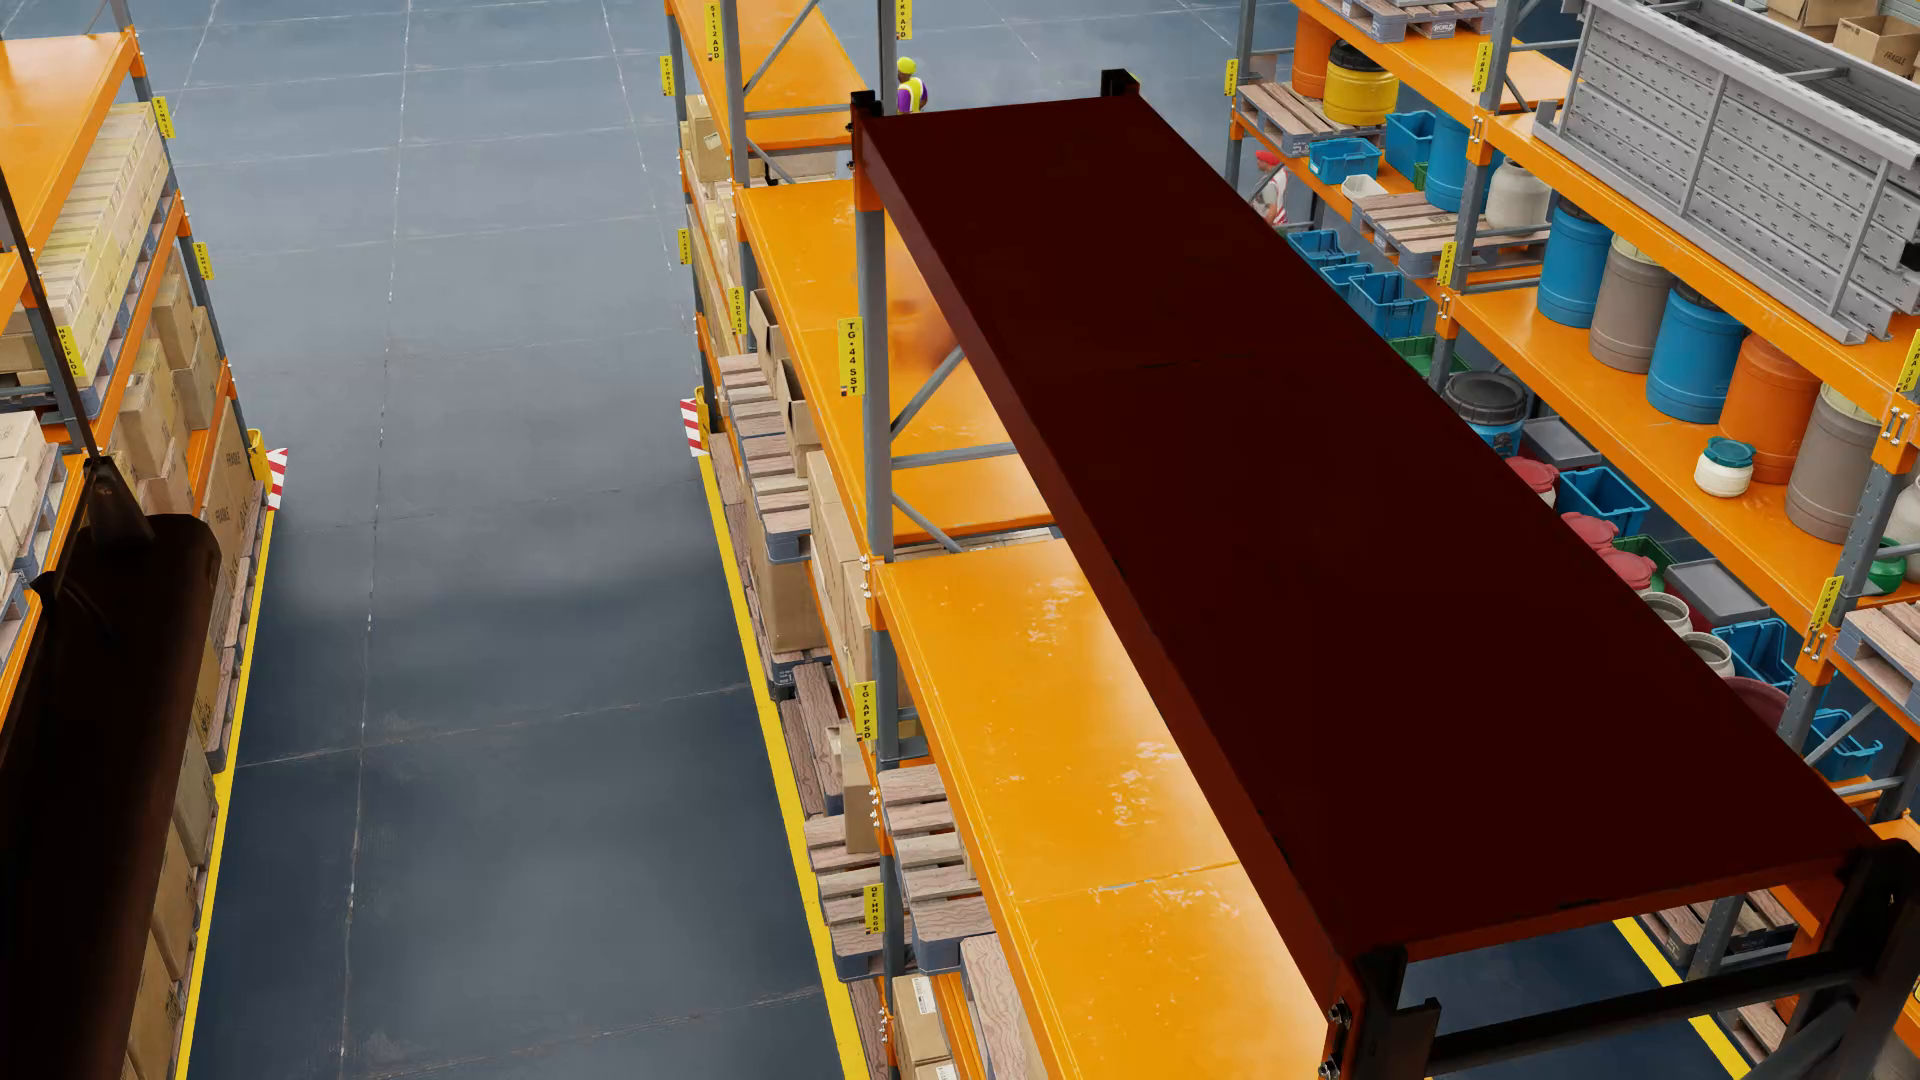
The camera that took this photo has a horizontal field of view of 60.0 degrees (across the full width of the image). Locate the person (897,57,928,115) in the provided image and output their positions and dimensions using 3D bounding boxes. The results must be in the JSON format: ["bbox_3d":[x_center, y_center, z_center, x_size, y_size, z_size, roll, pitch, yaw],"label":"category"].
[{"bbox_3d":[-0.584,-4.831,19.622,0.727,1.735,0.721,10,36,14],"label":"person"}]

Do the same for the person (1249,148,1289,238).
[{"bbox_3d":[3.152,-3.223,17.210,0.804,1.813,0.728,21,39,27],"label":"person"}]
